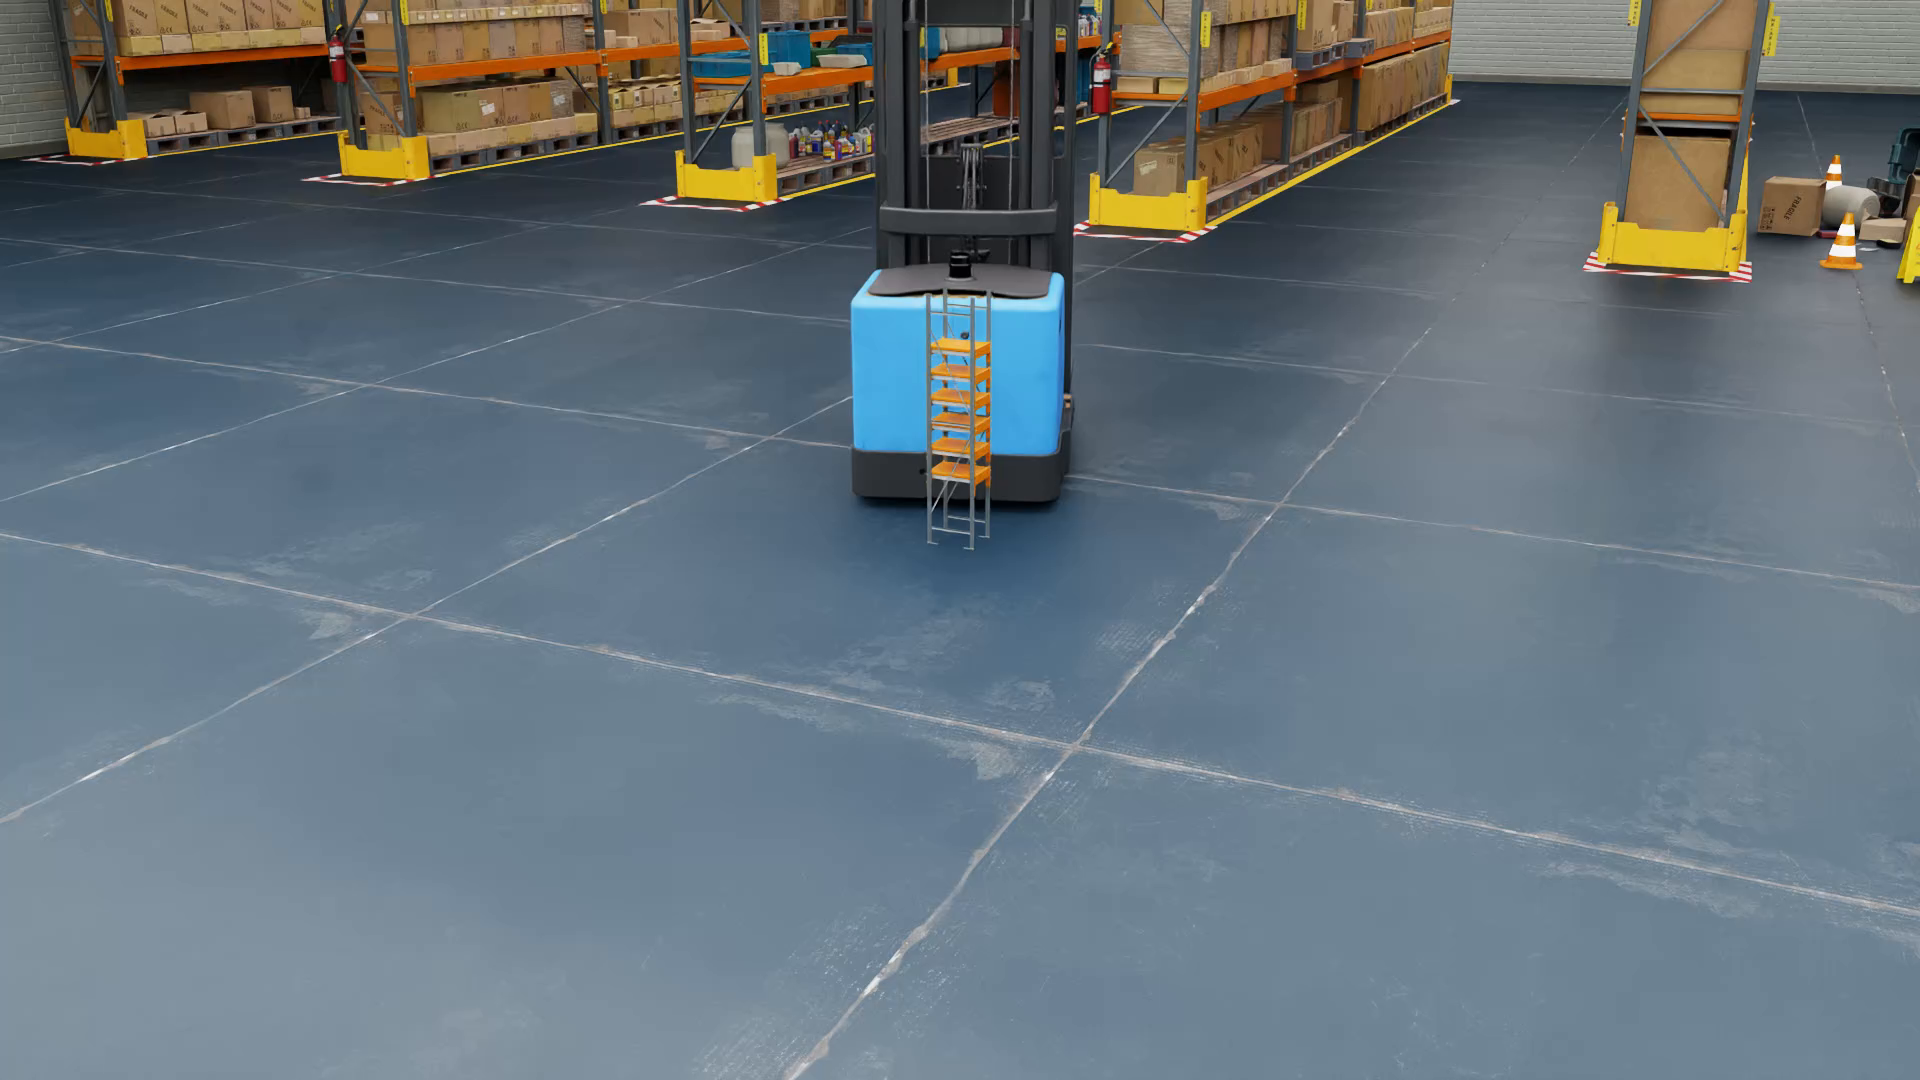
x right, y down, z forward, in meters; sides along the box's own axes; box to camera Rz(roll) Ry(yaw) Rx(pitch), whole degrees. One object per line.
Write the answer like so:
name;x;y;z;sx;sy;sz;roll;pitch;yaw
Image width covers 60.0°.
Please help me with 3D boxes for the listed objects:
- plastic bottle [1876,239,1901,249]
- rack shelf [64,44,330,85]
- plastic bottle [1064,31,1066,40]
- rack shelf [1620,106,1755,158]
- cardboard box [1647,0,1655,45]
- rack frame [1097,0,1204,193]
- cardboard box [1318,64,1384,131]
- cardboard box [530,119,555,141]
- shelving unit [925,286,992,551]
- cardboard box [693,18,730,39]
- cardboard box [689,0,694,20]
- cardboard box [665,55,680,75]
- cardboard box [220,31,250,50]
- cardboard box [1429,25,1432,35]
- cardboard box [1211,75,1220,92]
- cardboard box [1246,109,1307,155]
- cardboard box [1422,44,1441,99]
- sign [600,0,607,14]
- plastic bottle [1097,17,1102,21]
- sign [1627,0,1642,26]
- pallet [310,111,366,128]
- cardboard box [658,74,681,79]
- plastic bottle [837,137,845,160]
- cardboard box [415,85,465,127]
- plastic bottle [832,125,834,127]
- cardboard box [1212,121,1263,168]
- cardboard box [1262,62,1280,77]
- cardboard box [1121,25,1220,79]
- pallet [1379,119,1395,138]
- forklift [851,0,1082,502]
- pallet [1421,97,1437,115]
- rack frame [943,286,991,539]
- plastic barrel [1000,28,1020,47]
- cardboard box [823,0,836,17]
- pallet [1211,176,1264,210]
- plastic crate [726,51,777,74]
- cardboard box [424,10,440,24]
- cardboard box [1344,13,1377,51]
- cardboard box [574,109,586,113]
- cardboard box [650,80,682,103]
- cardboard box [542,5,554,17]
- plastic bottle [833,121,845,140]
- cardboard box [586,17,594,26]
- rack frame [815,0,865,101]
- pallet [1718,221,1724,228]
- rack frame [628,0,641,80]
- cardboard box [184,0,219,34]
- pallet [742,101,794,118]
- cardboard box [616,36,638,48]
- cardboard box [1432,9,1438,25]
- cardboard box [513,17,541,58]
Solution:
plastic bottle;8.812;-2.820;15.808;0.133;0.061;0.283;1;20;4
rack shelf;-10.859;-6.922;24.030;1.077;0.370;4.000;9;21;23
plastic bottle;1.654;-8.148;26.596;0.097;0.271;0.097;0;20;0
rack shelf;7.182;-4.172;16.297;1.077;0.370;4.000;9;21;23
cardboard box;6.691;-4.768;15.063;0.875;0.550;0.550;9;21;23
rack frame;1.879;-4.611;16.457;1.000;3.000;0.127;9;21;23
cardboard box;5.457;-6.461;24.205;1.225;0.875;0.875;8;21;20
cardboard box;-5.915;-5.618;22.767;0.500;0.250;0.500;9;21;23
shelving unit;-0.006;-0.561;7.755;0.258;1.200;0.189;9;21;23
cardboard box;-4.070;-8.270;26.878;0.500;0.311;0.500;10;22;26
cardboard box;-5.934;-11.069;34.170;0.980;0.700;0.700;7;21;20
cardboard box;-6.155;-9.706;33.888;0.700;0.500;0.500;8;21;22
cardboard box;-10.566;-7.164;23.831;0.500;0.250;0.500;9;21;23
cardboard box;7.748;-8.602;28.055;0.380;0.149;0.250;9;21;23
cardboard box;2.449;-4.695;17.069;0.380;0.149;0.250;9;21;23
cardboard box;4.001;-5.191;21.163;0.700;0.500;0.500;8;21;22
cardboard box;7.869;-8.214;29.133;0.875;0.875;0.875;9;21;23
sign;-5.012;-7.564;23.350;0.100;0.325;0.005;9;21;23
plastic bottle;2.408;-8.736;28.241;0.152;0.276;0.135;9;21;23
sign;5.873;-4.635;14.444;0.100;0.325;0.005;9;21;23
pallet;-9.722;-6.797;26.766;1.003;0.211;1.213;9;21;23
cardboard box;-4.571;-7.302;26.664;0.500;0.311;0.500;8;21;21
plastic bottle;-1.472;-4.829;20.485;0.097;0.271;0.097;0;20;0
cardboard box;-6.813;-5.739;21.988;0.500;0.500;0.500;9;21;23
plastic bottle;-1.639;-5.297;21.796;0.152;0.276;0.135;9;22;25
cardboard box;3.317;-4.737;19.916;0.500;0.500;0.500;8;21;21
cardboard box;3.428;-5.374;18.979;0.380;0.149;0.250;9;21;23
cardboard box;2.129;-4.962;16.853;0.875;0.500;0.500;9;21;23
pallet;6.048;-6.345;25.495;1.003;0.211;1.213;9;21;23
forklift;0.104;-2.021;9.279;1.130;2.935;3.031;2;20;5
pallet;7.674;-7.561;28.915;1.003;0.211;1.213;9;21;23
rack frame;0.032;-0.589;7.834;0.240;1.200;0.006;9;21;23
plastic barrel;0.723;-7.617;24.706;0.600;0.536;0.708;9;21;23
cardboard box;-2.641;-9.770;30.190;0.700;0.500;0.500;2;20;4
pallet;2.776;-3.935;18.720;1.003;0.211;1.213;9;21;23
plastic crate;-2.436;-5.612;19.495;0.499;0.251;0.408;9;21;23
cardboard box;-6.694;-6.496;20.639;0.380;0.149;0.250;8;21;21
cardboard box;5.602;-7.215;23.630;0.500;0.500;0.500;9;22;24
cardboard box;-5.614;-6.263;24.580;0.500;0.250;0.500;8;21;22
cardboard box;-4.494;-6.923;25.598;0.500;0.311;0.500;9;22;24
cardboard box;-5.750;-7.198;22.615;0.380;0.149;0.250;9;21;23
plastic bottle;-1.579;-5.263;21.587;0.144;0.351;0.185;9;21;23
cardboard box;-7.088;-9.759;31.279;0.380;0.149;0.250;9;21;23
rack frame;-2.243;-9.640;30.598;1.000;3.000;0.127;9;21;23
pallet;6.619;-2.841;15.642;1.003;0.211;1.213;9;21;23
rack frame;-6.764;-10.318;32.506;1.000;3.000;0.127;9;21;23
cardboard box;-10.779;-7.353;23.244;0.500;0.500;0.500;8;21;21
pallet;-3.541;-7.326;28.254;1.003;0.211;1.213;9;21;23
cardboard box;-4.970;-7.319;24.446;0.380;0.149;0.250;9;21;23
cardboard box;7.849;-8.917;28.344;0.500;0.250;0.500;9;21;23
cardboard box;-6.114;-6.790;22.435;0.700;0.500;0.500;9;21;24
